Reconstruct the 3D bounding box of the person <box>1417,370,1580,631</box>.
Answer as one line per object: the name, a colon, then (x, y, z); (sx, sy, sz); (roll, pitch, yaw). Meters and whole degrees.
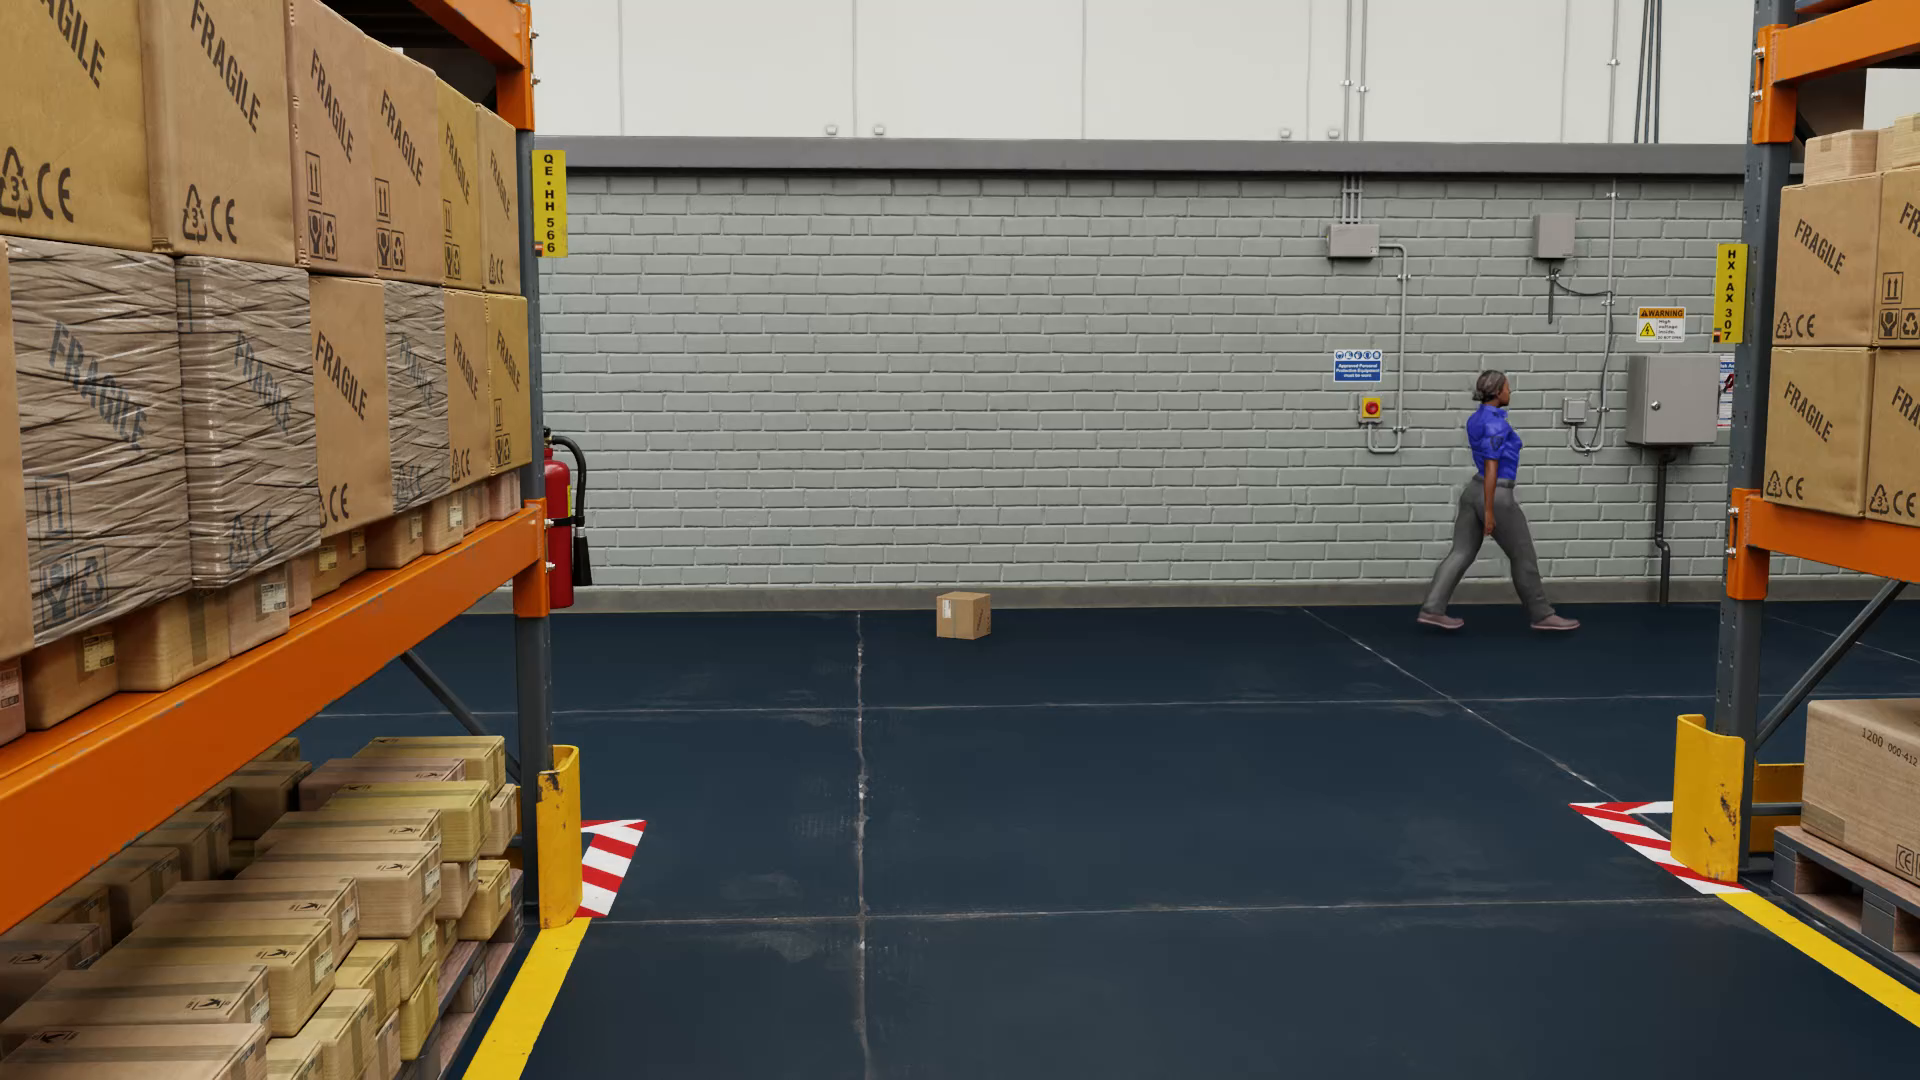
person: (3.313, -0.245, 10.206); (0.980, 1.593, 0.477); (-1, 7, -9)
